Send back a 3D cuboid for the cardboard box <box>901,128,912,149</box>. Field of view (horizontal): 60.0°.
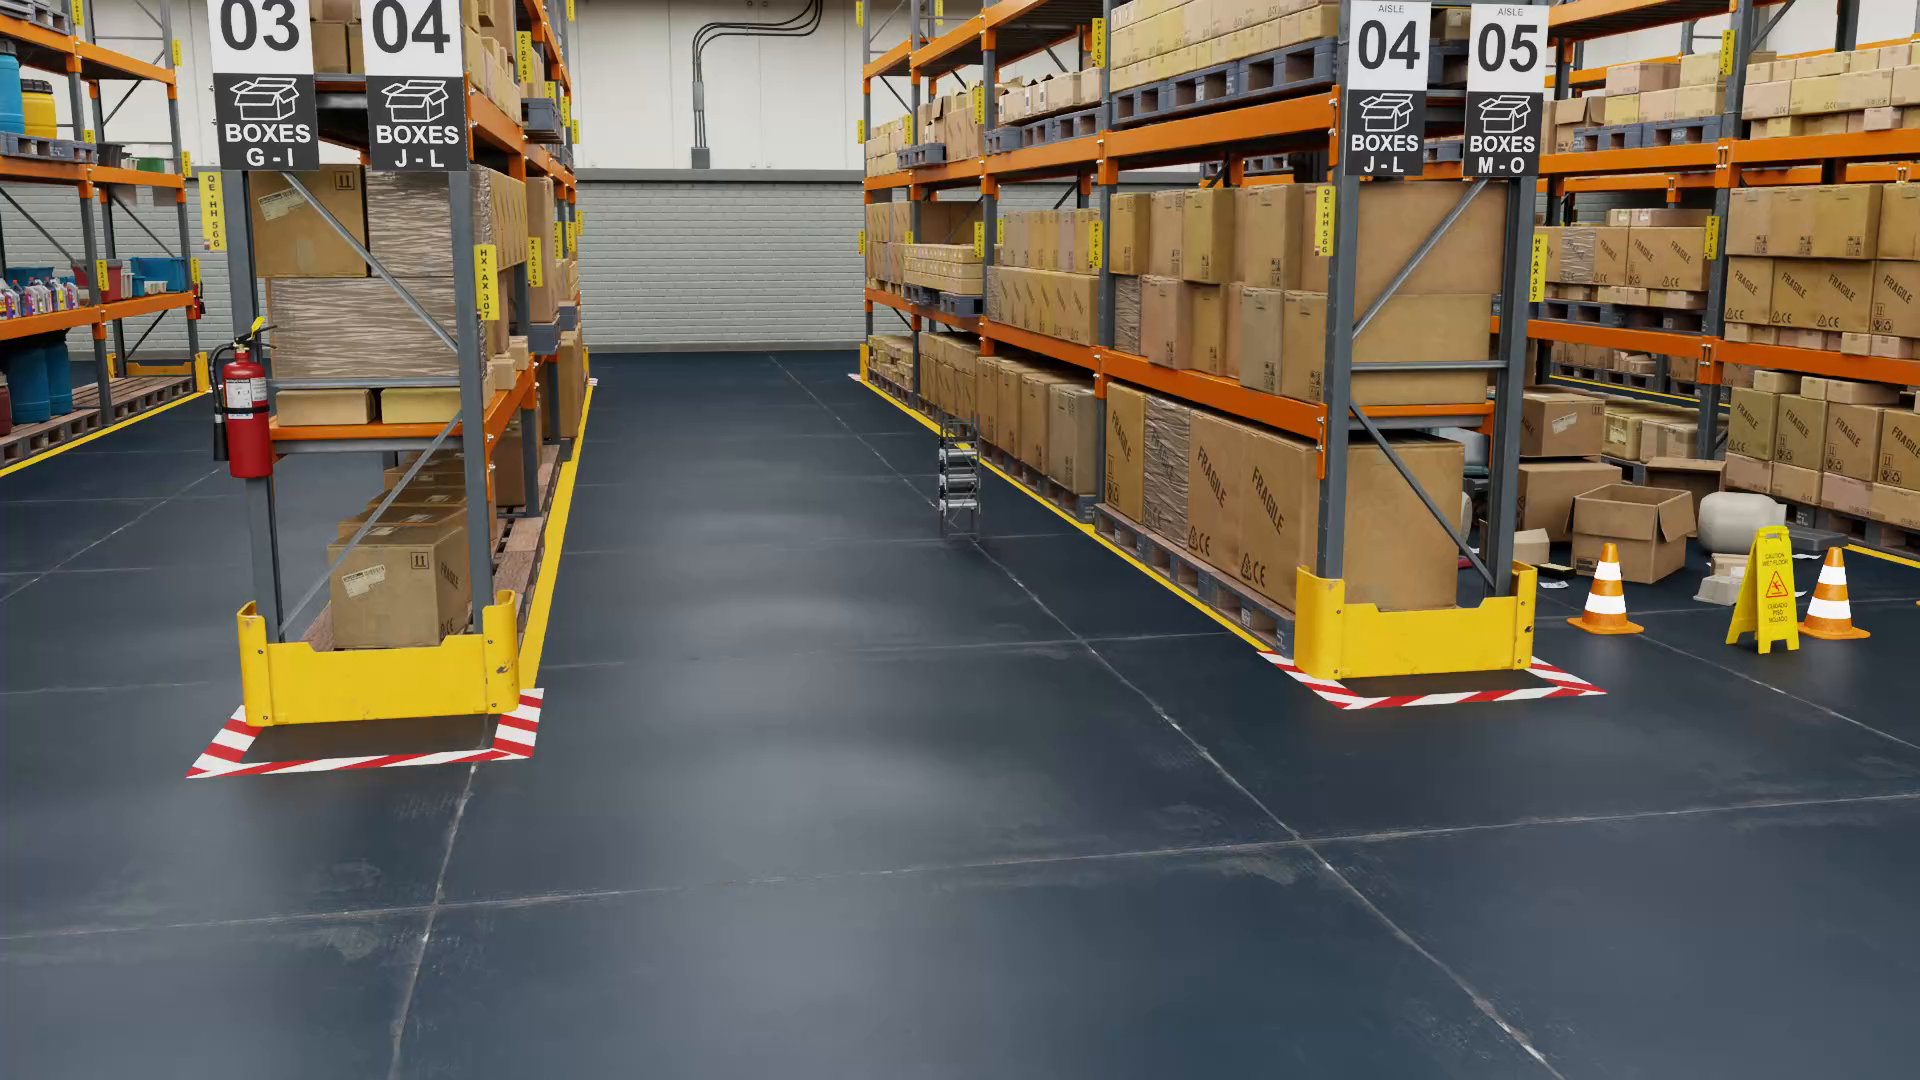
[{"bbox_3d":[-0.401,-4.768,19.768,0.500,0.250,0.500,-3,11,-14],"label":"cardboard box"}]

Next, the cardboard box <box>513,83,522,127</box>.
[{"bbox_3d":[-3.046,-2.744,10.470,0.500,0.250,0.500,-2,11,-9],"label":"cardboard box"}]

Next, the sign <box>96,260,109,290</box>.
[{"bbox_3d":[-9.265,-2.861,17.965,0.100,0.325,0.005,-2,11,-11],"label":"sign"}]

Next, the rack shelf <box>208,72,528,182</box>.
[{"bbox_3d":[-3.001,-2.172,8.985,1.077,0.370,4.000,-2,11,-11],"label":"rack shelf"}]

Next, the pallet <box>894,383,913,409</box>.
[{"bbox_3d":[-0.227,-1.799,20.586,1.003,0.211,1.213,-2,11,-11],"label":"pallet"}]

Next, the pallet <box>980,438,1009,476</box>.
[{"bbox_3d":[0.796,-0.797,15.317,1.003,0.211,1.213,-2,11,-11],"label":"pallet"}]

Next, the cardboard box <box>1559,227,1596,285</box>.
[{"bbox_3d":[5.721,-2.538,14.824,0.500,0.500,0.500,-3,11,-13],"label":"cardboard box"}]

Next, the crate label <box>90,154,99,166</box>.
[{"bbox_3d":[-9.616,-4.150,18.159,0.293,0.136,0.466,-2,11,-11],"label":"crate label"}]

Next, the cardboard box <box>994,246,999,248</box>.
[{"bbox_3d":[0.560,-3.022,17.507,0.380,0.149,0.250,-2,11,-9],"label":"cardboard box"}]

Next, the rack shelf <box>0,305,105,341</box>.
[{"bbox_3d":[-9.416,-1.985,16.028,1.077,0.370,4.000,-2,11,-11],"label":"rack shelf"}]

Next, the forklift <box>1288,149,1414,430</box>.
[{"bbox_3d":[3.382,-1.849,13.575,1.130,2.935,3.031,-3,11,-15],"label":"forklift"}]

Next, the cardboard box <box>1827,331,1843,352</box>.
[{"bbox_3d":[6.355,-1.399,11.698,0.380,0.149,0.250,-2,11,-11],"label":"cardboard box"}]

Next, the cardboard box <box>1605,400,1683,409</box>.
[{"bbox_3d":[5.946,-1.049,15.092,0.950,0.372,0.625,-2,11,-9],"label":"cardboard box"}]

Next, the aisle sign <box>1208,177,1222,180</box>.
[{"bbox_3d":[3.698,-5.259,24.353,0.394,0.787,0.004,-2,11,-11],"label":"aisle sign"}]

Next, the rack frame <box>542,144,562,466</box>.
[{"bbox_3d":[-4.168,-2.152,14.980,1.000,3.000,0.127,-2,11,-11],"label":"rack frame"}]

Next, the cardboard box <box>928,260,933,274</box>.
[{"bbox_3d":[-0.130,-2.901,17.667,0.380,0.149,0.250,-2,11,-12],"label":"cardboard box"}]

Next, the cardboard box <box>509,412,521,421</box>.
[{"bbox_3d":[-3.672,-0.711,12.916,0.700,0.500,0.500,-3,11,-16],"label":"cardboard box"}]

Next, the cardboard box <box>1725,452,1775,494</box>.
[{"bbox_3d":[6.180,-0.516,12.617,0.500,0.250,0.500,-3,11,-14],"label":"cardboard box"}]

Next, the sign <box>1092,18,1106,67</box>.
[{"bbox_3d":[0.964,-3.441,11.504,0.100,0.325,0.005,-2,11,-11],"label":"sign"}]

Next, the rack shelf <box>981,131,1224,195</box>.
[{"bbox_3d":[1.106,-3.067,13.690,1.077,0.370,4.000,-2,11,-11],"label":"rack shelf"}]

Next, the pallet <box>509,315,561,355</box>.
[{"bbox_3d":[-3.396,-1.469,11.908,1.003,0.211,1.213,-2,11,-11],"label":"pallet"}]

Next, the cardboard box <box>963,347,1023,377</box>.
[{"bbox_3d":[0.326,-1.776,16.563,0.500,0.250,0.500,-2,11,-12],"label":"cardboard box"}]

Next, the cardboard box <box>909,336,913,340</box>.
[{"bbox_3d":[-0.495,-2.743,22.996,0.380,0.149,0.250,-2,11,-10],"label":"cardboard box"}]

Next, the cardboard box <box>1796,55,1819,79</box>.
[{"bbox_3d":[6.193,-3.355,11.820,0.380,0.149,0.250,-2,11,-13],"label":"cardboard box"}]

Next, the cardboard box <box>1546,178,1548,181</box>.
[{"bbox_3d":[8.756,-5.300,24.168,0.380,0.149,0.250,-2,11,-10],"label":"cardboard box"}]

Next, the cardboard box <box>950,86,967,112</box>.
[{"bbox_3d":[0.113,-4.512,17.044,0.396,0.266,0.258,-2,11,-11],"label":"cardboard box"}]

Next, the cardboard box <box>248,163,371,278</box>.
[{"bbox_3d":[-2.962,-1.463,7.623,0.500,0.500,0.500,-2,11,-11],"label":"cardboard box"}]

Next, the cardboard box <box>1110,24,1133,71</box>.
[{"bbox_3d":[1.315,-3.282,11.108,0.500,0.250,0.500,-2,11,-11],"label":"cardboard box"}]

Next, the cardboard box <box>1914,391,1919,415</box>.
[{"bbox_3d":[6.464,-0.885,10.812,0.380,0.149,0.250,-2,11,-9],"label":"cardboard box"}]

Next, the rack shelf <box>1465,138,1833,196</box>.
[{"bbox_3d":[5.941,-3.266,14.733,1.077,0.370,4.000,-2,11,-11],"label":"rack shelf"}]

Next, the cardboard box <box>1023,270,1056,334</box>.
[{"bbox_3d":[0.833,-1.994,13.881,0.500,0.500,0.500,-2,11,-12],"label":"cardboard box"}]

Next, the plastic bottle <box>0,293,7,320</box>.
[{"bbox_3d":[-8.969,-2.191,15.532,0.097,0.271,0.097,0,11,0],"label":"plastic bottle"}]

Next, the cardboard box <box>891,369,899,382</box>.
[{"bbox_3d":[-0.673,-2.102,21.222,0.380,0.149,0.250,-2,11,-11],"label":"cardboard box"}]

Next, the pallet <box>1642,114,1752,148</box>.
[{"bbox_3d":[6.315,-3.277,13.371,1.213,0.211,1.003,-2,11,-11],"label":"pallet"}]

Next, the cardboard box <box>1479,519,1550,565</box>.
[{"bbox_3d":[3.635,0.011,10.927,0.396,0.266,0.258,0,11,-1],"label":"cardboard box"}]

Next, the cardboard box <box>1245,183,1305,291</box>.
[{"bbox_3d":[2.041,-1.618,8.884,0.875,0.550,0.550,-2,11,-11],"label":"cardboard box"}]

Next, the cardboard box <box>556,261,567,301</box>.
[{"bbox_3d":[-4.390,-2.672,17.446,0.500,0.500,0.500,-2,11,-12],"label":"cardboard box"}]

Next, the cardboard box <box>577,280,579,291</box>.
[{"bbox_3d":[-5.232,-3.348,21.938,0.380,0.149,0.250,-2,11,-11],"label":"cardboard box"}]

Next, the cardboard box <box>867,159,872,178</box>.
[{"bbox_3d":[-1.003,-5.089,22.791,0.500,0.250,0.500,-2,11,-9],"label":"cardboard box"}]

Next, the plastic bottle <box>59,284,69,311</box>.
[{"bbox_3d":[-9.340,-2.517,17.229,0.152,0.276,0.135,-2,11,-11],"label":"plastic bottle"}]

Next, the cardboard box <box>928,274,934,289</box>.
[{"bbox_3d":[-0.131,-2.756,17.701,0.380,0.149,0.250,-3,11,-14],"label":"cardboard box"}]

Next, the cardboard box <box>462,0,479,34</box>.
[{"bbox_3d":[-2.395,-2.390,7.545,0.380,0.149,0.250,-2,11,-10],"label":"cardboard box"}]

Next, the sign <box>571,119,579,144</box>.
[{"bbox_3d":[-5.189,-5.506,22.423,0.100,0.325,0.005,-2,11,-11],"label":"sign"}]

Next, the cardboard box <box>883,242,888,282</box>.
[{"bbox_3d":[-0.706,-3.603,21.541,0.500,0.500,0.500,-2,11,-12],"label":"cardboard box"}]

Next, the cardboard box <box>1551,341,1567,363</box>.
[{"bbox_3d":[9.019,-2.865,24.290,0.700,0.500,0.500,-2,11,-9],"label":"cardboard box"}]

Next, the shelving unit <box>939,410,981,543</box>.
[{"bbox_3d":[-0.002,-0.444,11.620,0.258,0.900,0.210,-2,11,-11],"label":"shelving unit"}]

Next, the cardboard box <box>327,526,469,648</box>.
[{"bbox_3d":[-2.717,0.222,8.070,0.500,0.500,0.500,0,11,0],"label":"cardboard box"}]

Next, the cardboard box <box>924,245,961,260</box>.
[{"bbox_3d":[-0.184,-3.096,17.900,0.380,0.149,0.250,-2,11,-9],"label":"cardboard box"}]

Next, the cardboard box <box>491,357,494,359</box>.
[{"bbox_3d":[-2.809,-0.942,9.294,0.380,0.149,0.250,-2,11,-11],"label":"cardboard box"}]

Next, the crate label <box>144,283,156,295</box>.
[{"bbox_3d":[-10.126,-3.092,20.464,0.396,0.136,0.243,-2,11,-11],"label":"crate label"}]

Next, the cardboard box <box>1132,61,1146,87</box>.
[{"bbox_3d":[1.331,-3.013,10.765,0.380,0.149,0.250,-2,11,-11],"label":"cardboard box"}]

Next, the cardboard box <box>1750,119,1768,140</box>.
[{"bbox_3d":[6.149,-3.062,12.411,0.380,0.149,0.250,-2,11,-12],"label":"cardboard box"}]

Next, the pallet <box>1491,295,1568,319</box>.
[{"bbox_3d":[5.795,-2.291,16.225,1.213,0.211,1.003,-2,11,-11],"label":"pallet"}]

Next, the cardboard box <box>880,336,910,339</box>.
[{"bbox_3d":[-0.899,-2.724,22.898,0.380,0.149,0.250,-2,11,-10],"label":"cardboard box"}]

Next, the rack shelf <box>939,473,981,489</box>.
[{"bbox_3d":[-0.002,-0.411,11.626,0.258,0.077,0.200,-2,11,-11],"label":"rack shelf"}]

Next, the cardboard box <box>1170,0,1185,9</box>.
[{"bbox_3d":[1.481,-3.265,9.954,0.380,0.149,0.250,-2,11,-11],"label":"cardboard box"}]

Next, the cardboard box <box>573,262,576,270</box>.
[{"bbox_3d":[-5.172,-3.426,21.279,0.500,0.250,0.500,-3,11,-13],"label":"cardboard box"}]

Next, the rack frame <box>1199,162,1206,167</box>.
[{"bbox_3d":[3.996,-6.927,24.021,1.000,3.000,0.127,-2,11,-11],"label":"rack frame"}]

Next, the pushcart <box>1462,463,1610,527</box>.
[{"bbox_3d":[4.104,-0.398,12.780,1.648,0.377,0.936,-6,13,-31],"label":"pushcart"}]
